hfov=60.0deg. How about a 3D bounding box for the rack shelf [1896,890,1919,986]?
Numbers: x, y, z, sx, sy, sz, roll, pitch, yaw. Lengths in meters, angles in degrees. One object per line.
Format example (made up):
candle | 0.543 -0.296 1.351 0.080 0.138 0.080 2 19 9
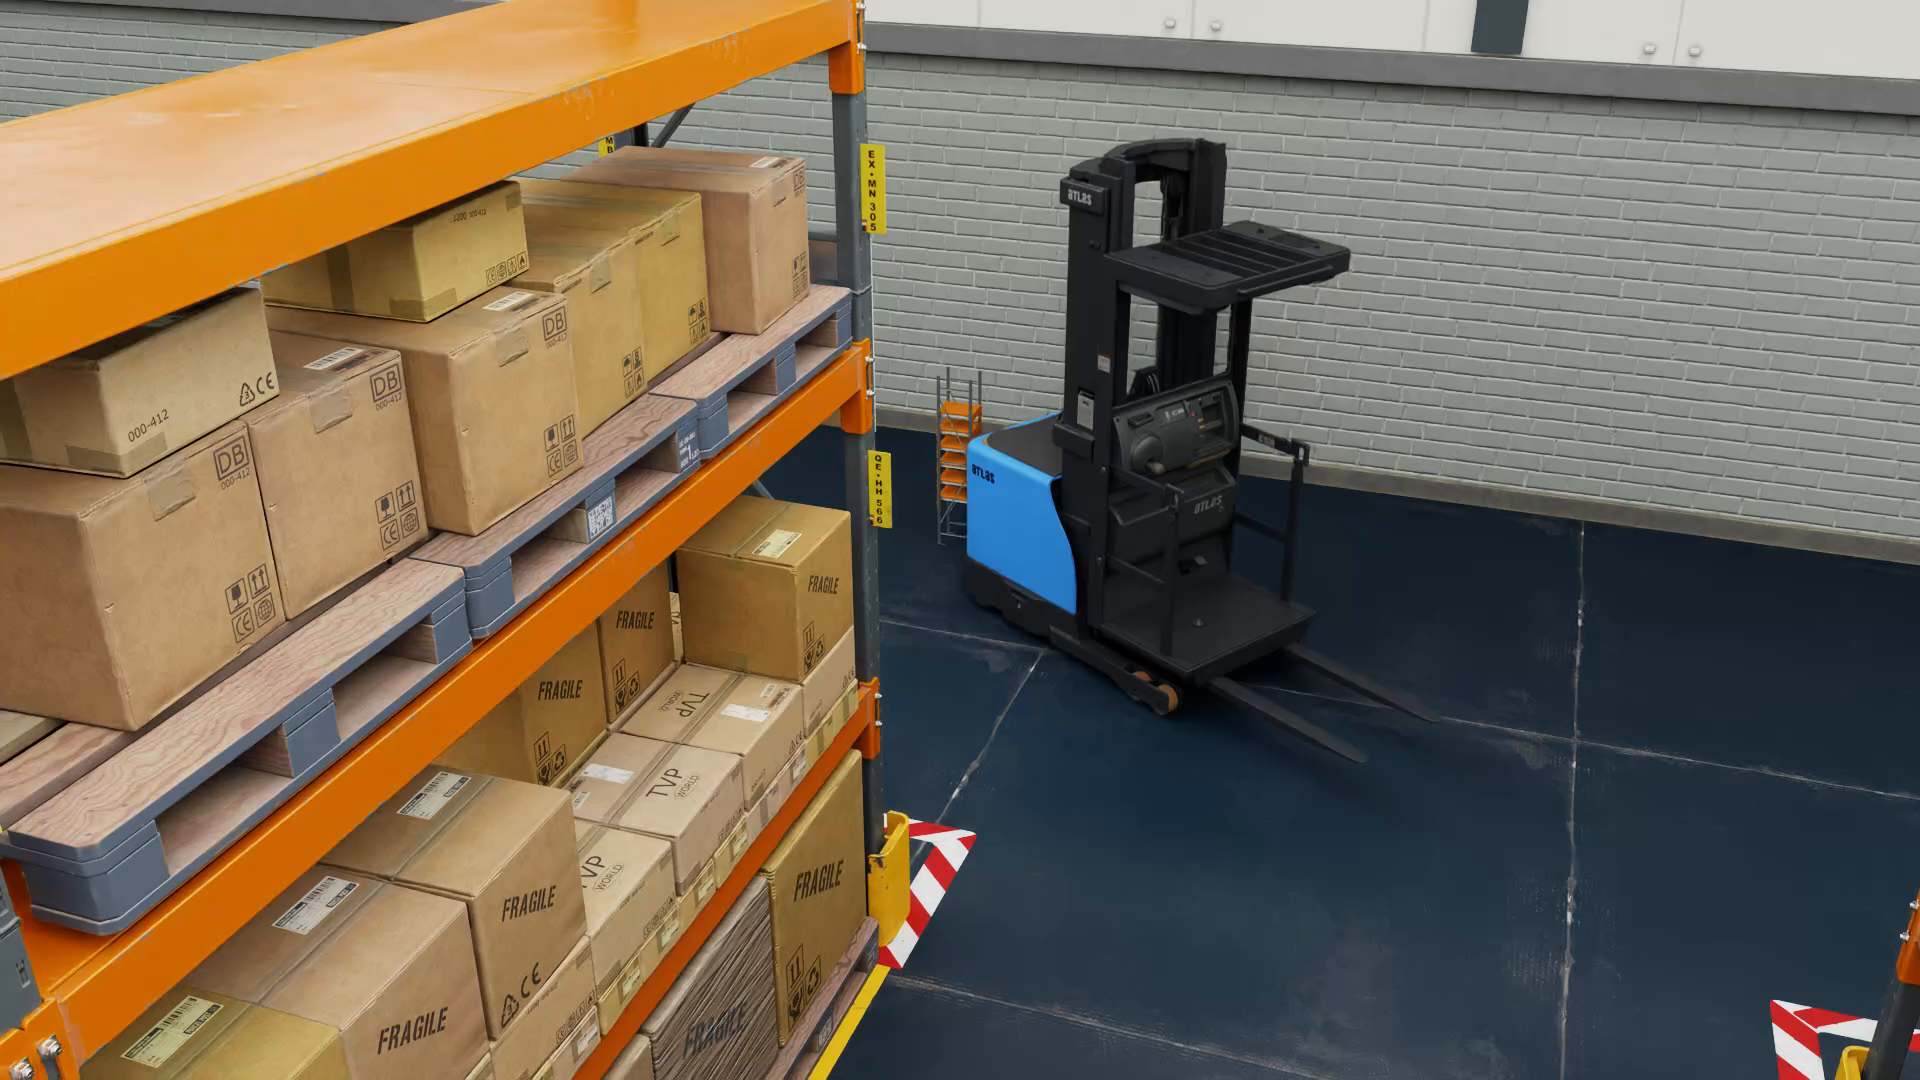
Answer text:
rack shelf | 3.150 2.249 3.988 1.077 0.370 4.000 9 27 17

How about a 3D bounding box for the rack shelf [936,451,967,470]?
rack shelf | -0.005 -0.494 10.996 0.258 0.103 0.180 9 27 17

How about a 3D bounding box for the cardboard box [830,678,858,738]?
cardboard box | -0.636 0.650 6.754 0.380 0.149 0.250 9 27 18

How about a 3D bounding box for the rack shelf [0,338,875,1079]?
rack shelf | -1.494 0.138 4.906 1.077 0.370 4.000 9 27 17

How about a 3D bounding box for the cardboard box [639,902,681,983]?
cardboard box | -1.145 1.278 5.457 0.380 0.149 0.250 9 27 18

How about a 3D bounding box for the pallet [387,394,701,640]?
pallet | -1.470 -0.158 4.794 1.003 0.211 1.213 9 27 17

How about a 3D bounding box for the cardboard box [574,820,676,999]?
cardboard box | -1.247 1.146 5.271 0.500 0.250 0.500 9 27 18

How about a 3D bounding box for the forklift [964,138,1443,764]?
forklift | 1.344 -0.594 9.113 1.130 2.935 3.031 -19 32 -34

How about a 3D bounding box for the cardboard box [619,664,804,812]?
cardboard box | -0.909 0.722 6.147 0.500 0.250 0.500 8 27 17

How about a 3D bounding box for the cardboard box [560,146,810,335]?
cardboard box | -0.951 -1.065 5.854 0.700 0.500 0.500 7 27 14

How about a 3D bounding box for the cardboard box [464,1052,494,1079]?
cardboard box | -1.586 1.561 4.414 0.500 0.250 0.500 9 27 17

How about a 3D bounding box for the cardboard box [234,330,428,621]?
cardboard box | -1.773 -0.193 4.054 0.700 0.500 0.500 10 28 20

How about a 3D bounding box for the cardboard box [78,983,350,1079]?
cardboard box | -1.759 1.423 3.839 0.500 0.500 0.500 9 27 17

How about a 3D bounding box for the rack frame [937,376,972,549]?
rack frame | -0.035 -0.496 10.899 0.240 1.200 0.006 9 27 17

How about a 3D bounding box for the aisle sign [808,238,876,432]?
aisle sign | -0.522 -0.813 6.505 0.394 0.787 0.004 9 27 17

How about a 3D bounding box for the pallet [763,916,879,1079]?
pallet | -1.021 1.938 7.006 1.003 0.211 1.213 9 27 17

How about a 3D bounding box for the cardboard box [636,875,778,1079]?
cardboard box | -1.269 1.759 6.132 0.875 0.875 0.875 9 27 17

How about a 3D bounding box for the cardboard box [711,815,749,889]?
cardboard box | -0.975 1.070 5.887 0.380 0.149 0.250 8 27 16

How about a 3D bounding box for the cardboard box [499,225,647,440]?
cardboard box | -1.378 -0.632 4.959 0.700 0.500 0.500 7 27 14

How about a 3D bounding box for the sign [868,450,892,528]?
sign | -0.321 -0.201 6.622 0.100 0.325 0.005 9 27 17

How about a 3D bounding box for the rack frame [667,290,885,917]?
rack frame | -0.828 0.343 7.100 1.000 3.000 0.127 9 27 17

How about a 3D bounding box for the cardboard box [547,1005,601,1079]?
cardboard box | -1.317 1.494 5.011 0.380 0.149 0.250 9 27 18

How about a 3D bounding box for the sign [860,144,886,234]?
sign | -0.321 -1.286 6.096 0.100 0.325 0.005 9 27 17

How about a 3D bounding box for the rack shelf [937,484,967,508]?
rack shelf | -0.005 -0.278 11.100 0.258 0.103 0.180 9 27 17

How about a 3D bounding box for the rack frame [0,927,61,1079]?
rack frame | -2.160 1.987 3.705 1.000 3.000 0.127 9 27 17

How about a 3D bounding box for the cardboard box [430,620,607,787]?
cardboard box | -1.576 0.516 5.712 0.500 0.500 0.500 8 27 16

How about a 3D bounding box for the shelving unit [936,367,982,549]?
shelving unit | -0.005 -0.534 10.976 0.258 1.200 0.189 9 27 17

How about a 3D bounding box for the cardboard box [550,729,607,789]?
cardboard box | -1.580 0.855 5.873 0.500 0.250 0.500 8 27 16

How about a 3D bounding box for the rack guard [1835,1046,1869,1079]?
rack guard | 3.790 2.260 6.009 1.175 0.500 0.348 9 27 17

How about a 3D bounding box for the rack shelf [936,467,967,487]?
rack shelf | -0.005 -0.386 11.048 0.258 0.103 0.180 9 27 17

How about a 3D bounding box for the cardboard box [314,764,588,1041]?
cardboard box | -1.419 1.007 4.698 0.500 0.500 0.500 8 27 16

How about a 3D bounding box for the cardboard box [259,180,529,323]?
cardboard box | -1.510 -0.795 4.436 0.500 0.250 0.500 8 27 16

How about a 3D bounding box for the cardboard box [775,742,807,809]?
cardboard box | -0.806 0.860 6.319 0.380 0.149 0.250 9 27 18

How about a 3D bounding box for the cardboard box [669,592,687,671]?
cardboard box | -1.243 0.434 6.741 0.500 0.250 0.500 8 27 16

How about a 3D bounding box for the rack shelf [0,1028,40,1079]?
rack shelf | -2.825 1.782 1.511 1.077 0.370 4.000 9 27 17
